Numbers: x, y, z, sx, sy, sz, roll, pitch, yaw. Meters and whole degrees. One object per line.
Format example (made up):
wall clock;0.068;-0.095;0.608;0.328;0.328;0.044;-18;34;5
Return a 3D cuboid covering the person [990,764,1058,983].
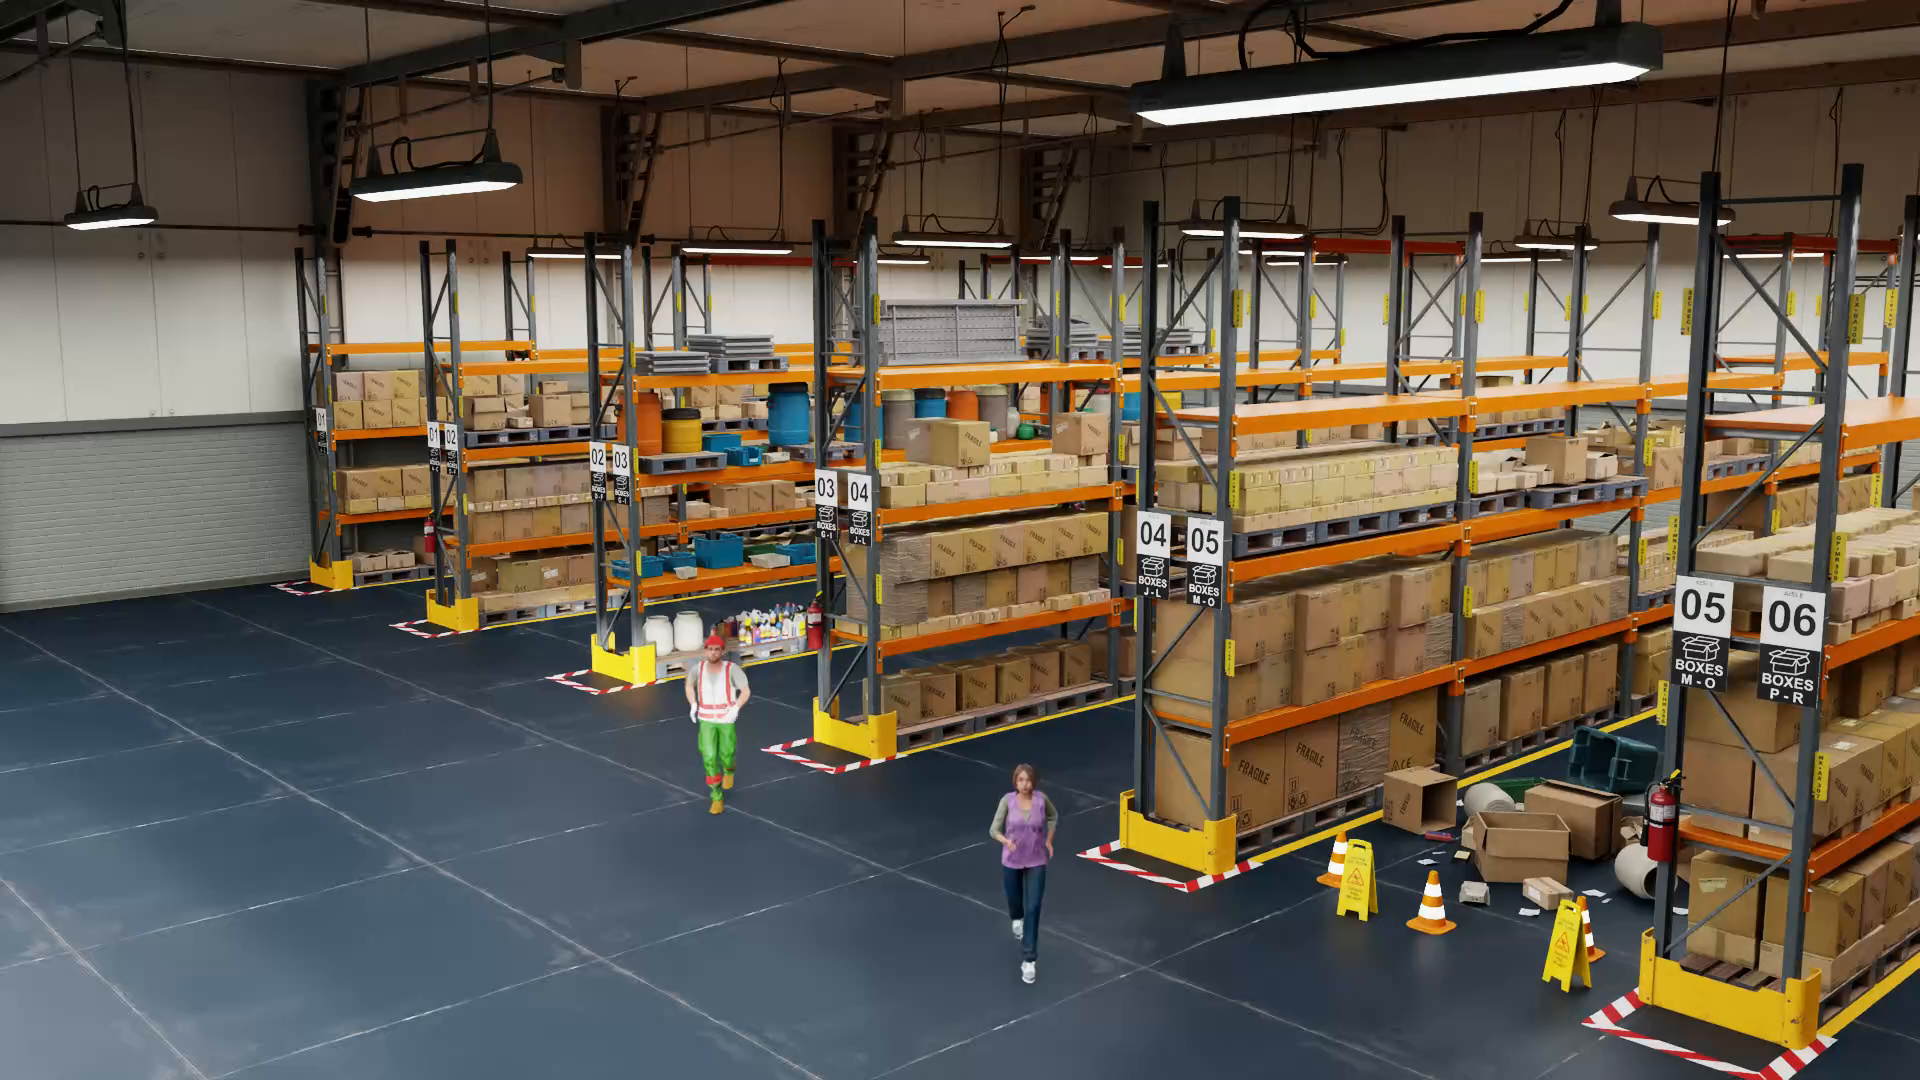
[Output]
person;0.496;2.498;12.827;0.538;1.592;0.877;0;8;0

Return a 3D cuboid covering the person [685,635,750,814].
person;-2.467;1.823;16.928;0.675;1.768;0.822;0;8;-1
